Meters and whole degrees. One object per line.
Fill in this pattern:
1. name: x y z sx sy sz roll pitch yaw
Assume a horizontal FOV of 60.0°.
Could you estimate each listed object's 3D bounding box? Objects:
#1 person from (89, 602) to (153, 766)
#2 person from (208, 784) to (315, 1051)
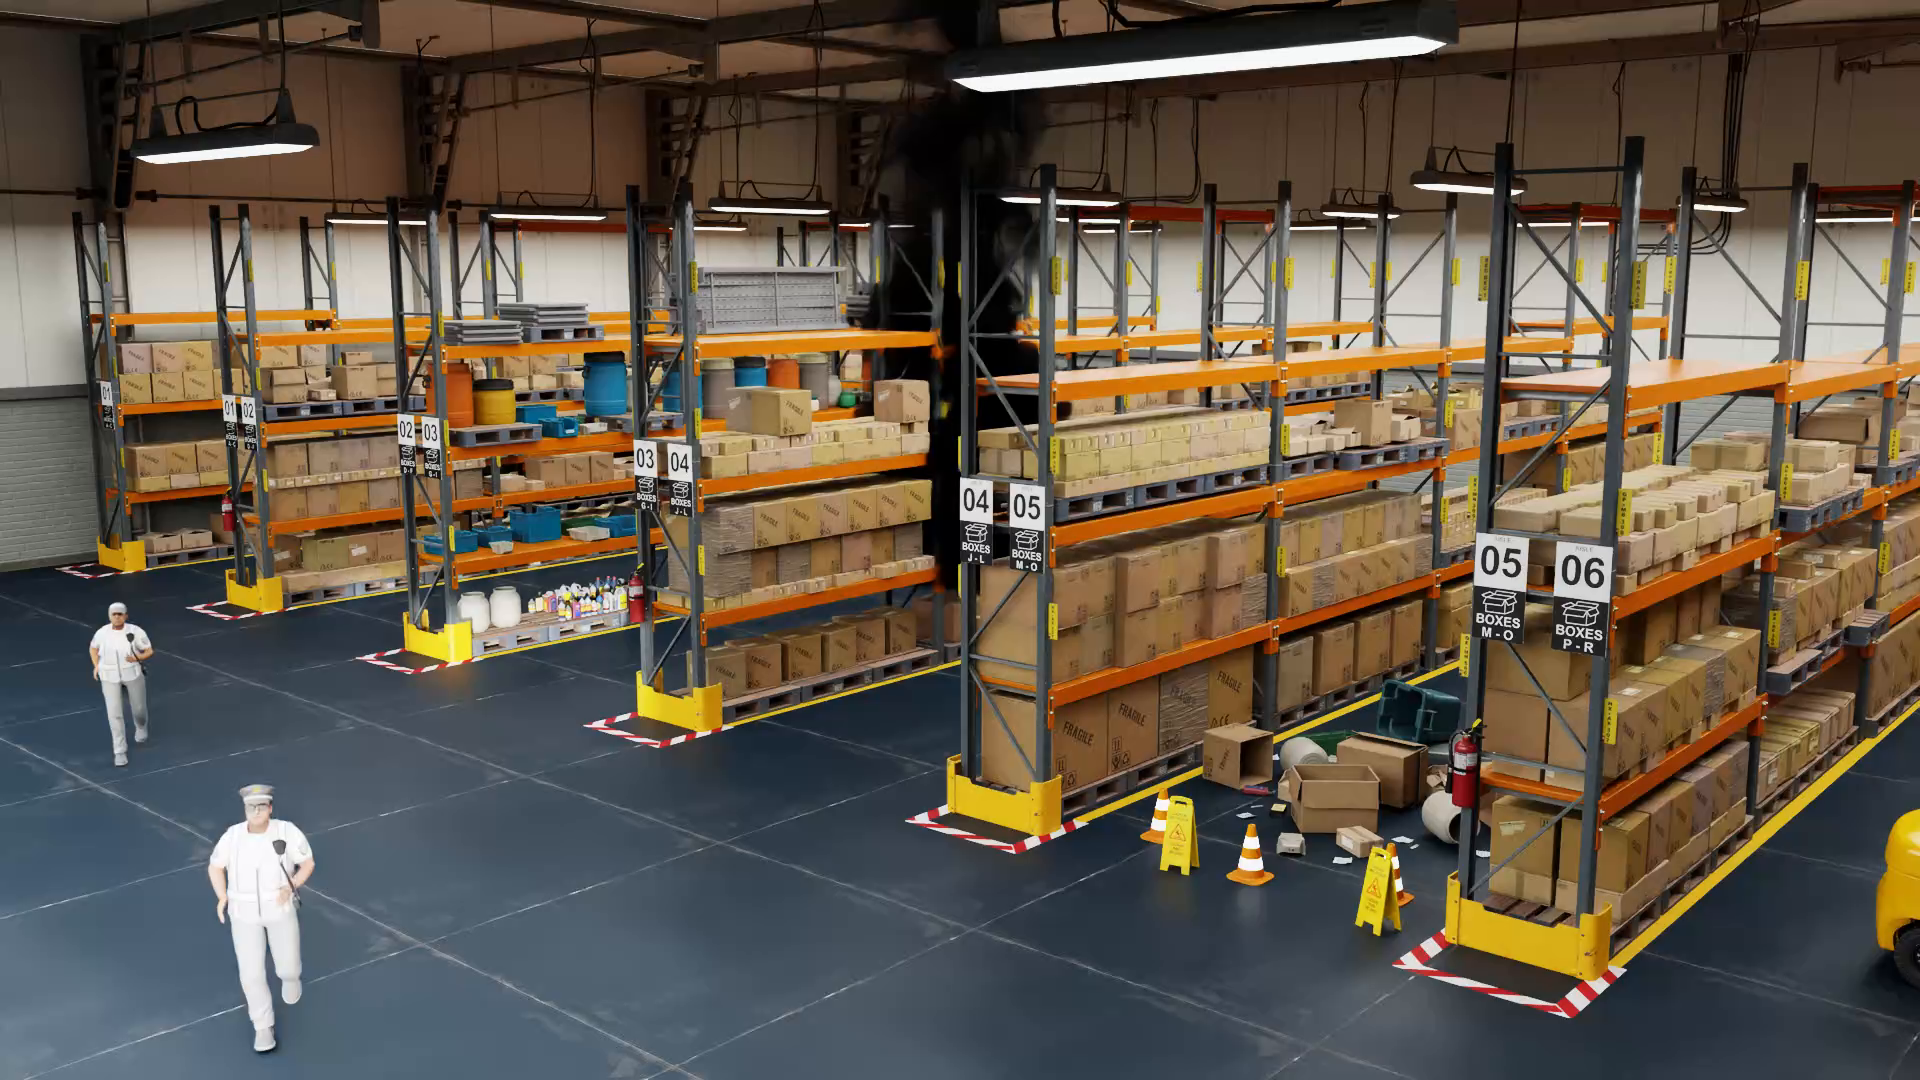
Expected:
1. person: -8.787 1.462 17.459 0.615 1.643 0.918 -4 10 -23
2. person: -4.683 2.472 11.179 0.671 1.740 0.759 -3 10 -18
